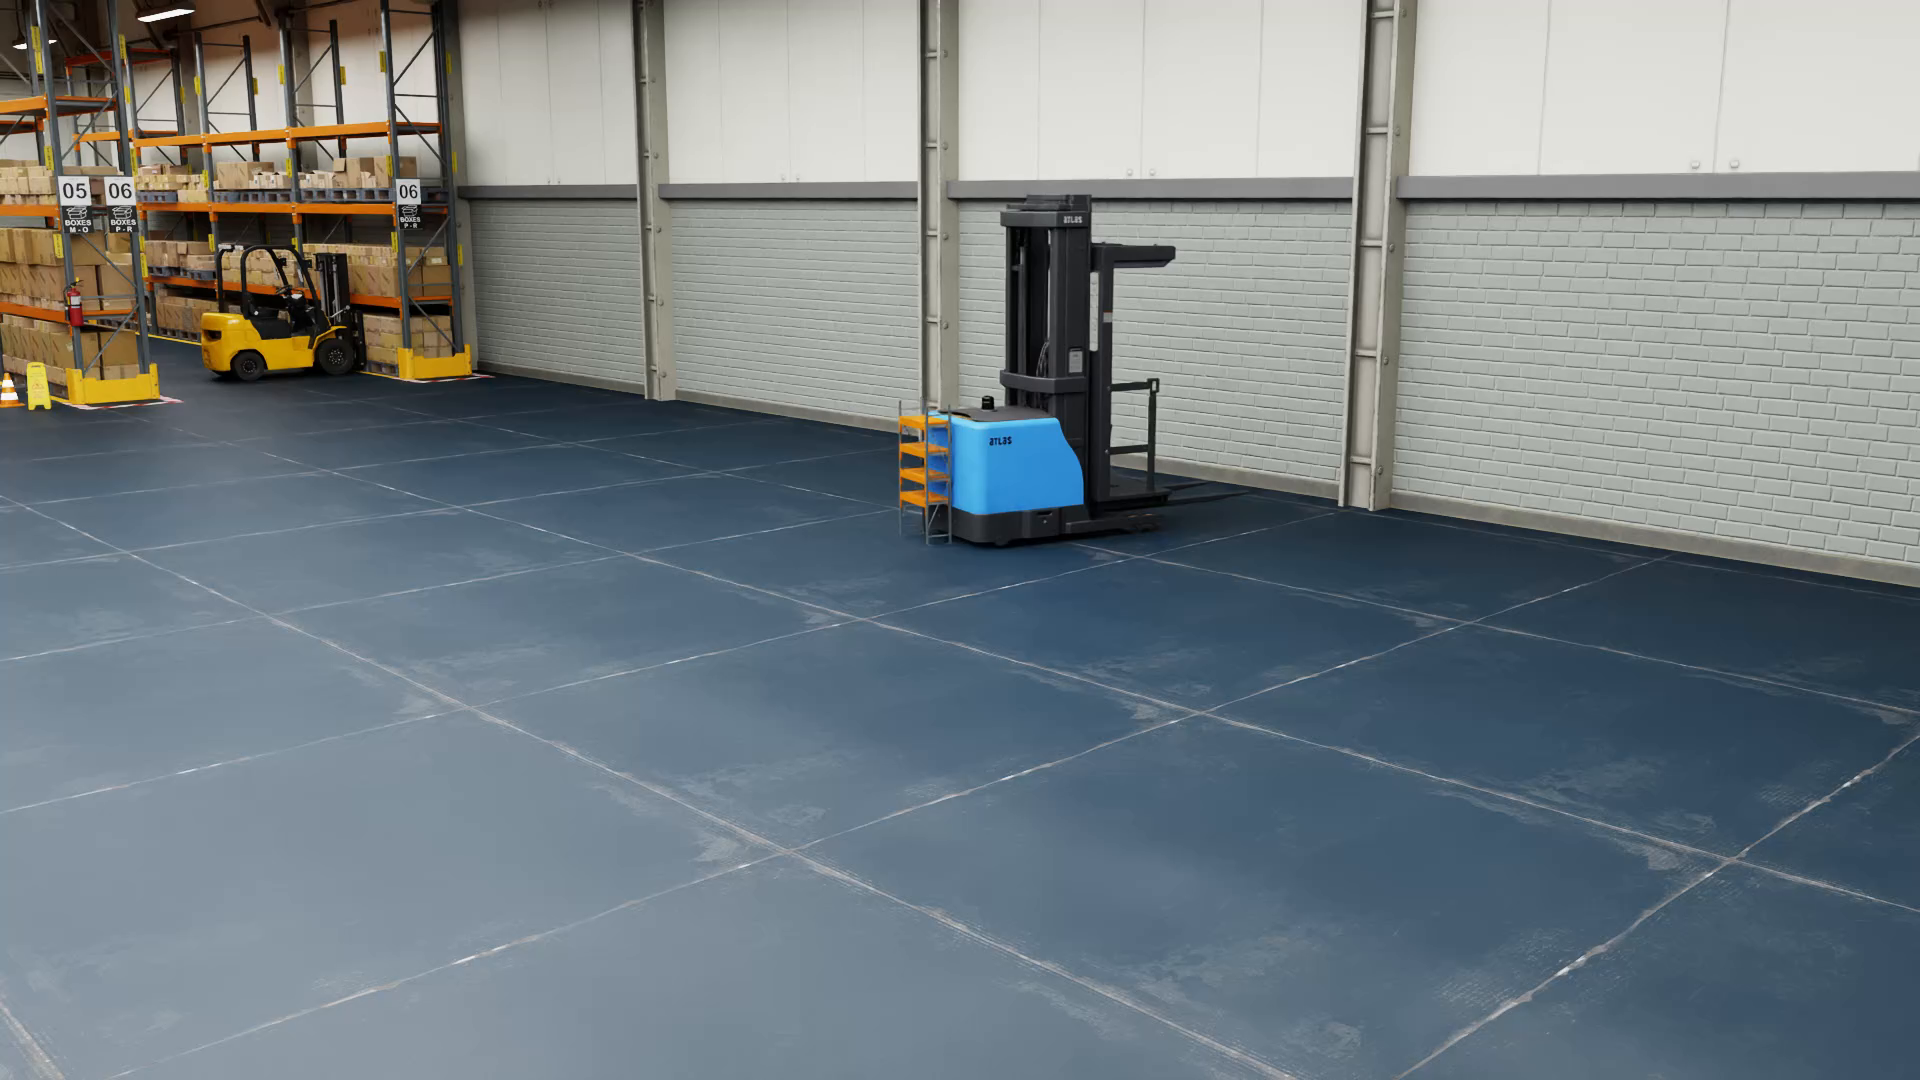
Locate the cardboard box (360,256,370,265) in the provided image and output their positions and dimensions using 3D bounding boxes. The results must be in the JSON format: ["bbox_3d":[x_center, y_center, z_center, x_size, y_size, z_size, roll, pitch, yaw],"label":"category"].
[{"bbox_3d":[-9.871,-4.720,28.032,0.250,0.149,0.380,11,16,43],"label":"cardboard box"}]

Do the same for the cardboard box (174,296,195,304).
[{"bbox_3d":[-16.314,-5.049,35.033,0.380,0.149,0.250,-11,16,-44],"label":"cardboard box"}]

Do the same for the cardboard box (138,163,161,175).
[{"bbox_3d":[-17.046,-7.800,34.974,0.396,0.266,0.258,-11,16,-43],"label":"cardboard box"}]

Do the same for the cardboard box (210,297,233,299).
[{"bbox_3d":[-15.461,-5.005,34.816,0.250,0.149,0.380,11,16,43],"label":"cardboard box"}]

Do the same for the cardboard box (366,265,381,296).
[{"bbox_3d":[-9.596,-4.353,27.859,0.500,0.500,0.500,-10,15,-41],"label":"cardboard box"}]

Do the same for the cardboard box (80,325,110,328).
[{"bbox_3d":[-13.381,-3.036,25.627,0.500,0.500,0.500,-10,16,-41],"label":"cardboard box"}]

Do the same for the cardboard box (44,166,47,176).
[{"bbox_3d":[-12.899,-5.288,23.855,0.380,0.149,0.250,-11,16,-42],"label":"cardboard box"}]

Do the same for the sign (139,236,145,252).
[{"bbox_3d":[-17.389,-6.291,35.365,0.100,0.325,0.005,-11,16,-43],"label":"sign"}]

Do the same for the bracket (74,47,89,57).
[{"bbox_3d":[-20.944,-11.637,39.676,0.235,0.232,0.430,-11,16,-43],"label":"bracket"}]

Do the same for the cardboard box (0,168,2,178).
[{"bbox_3d":[-14.544,-5.613,25.435,0.380,0.149,0.250,-11,16,-43],"label":"cardboard box"}]

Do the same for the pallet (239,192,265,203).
[{"bbox_3d":[-12.931,-6.487,31.498,1.003,0.211,1.213,-10,15,-40],"label":"pallet"}]

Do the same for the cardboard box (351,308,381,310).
[{"bbox_3d":[-10.636,-4.008,29.726,0.500,0.250,0.500,-11,16,-43],"label":"cardboard box"}]

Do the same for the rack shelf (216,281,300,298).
[{"bbox_3d":[-12.858,-4.715,31.647,1.077,0.370,4.000,-11,16,-43],"label":"rack shelf"}]

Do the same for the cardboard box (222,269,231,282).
[{"bbox_3d":[-14.110,-5.187,32.527,0.500,0.250,0.500,-11,16,-42],"label":"cardboard box"}]

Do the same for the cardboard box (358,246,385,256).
[{"bbox_3d":[-9.886,-4.863,27.987,0.380,0.149,0.250,-10,16,-41],"label":"cardboard box"}]

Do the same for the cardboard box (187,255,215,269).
[{"bbox_3d":[-15.202,-5.601,33.493,0.500,0.250,0.500,11,16,42],"label":"cardboard box"}]

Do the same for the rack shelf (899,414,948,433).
[{"bbox_3d":[-0.301,-0.971,14.201,0.258,0.148,0.480,-7,13,-28],"label":"rack shelf"}]

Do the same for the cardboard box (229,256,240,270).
[{"bbox_3d":[-13.765,-5.359,32.121,0.500,0.250,0.500,-10,15,-41],"label":"cardboard box"}]

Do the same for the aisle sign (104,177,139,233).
[{"bbox_3d":[-12.035,-4.807,23.868,0.394,0.787,0.004,-11,16,-43],"label":"aisle sign"}]

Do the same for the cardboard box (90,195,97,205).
[{"bbox_3d":[-12.542,-4.965,24.267,0.250,0.149,0.380,11,16,43],"label":"cardboard box"}]

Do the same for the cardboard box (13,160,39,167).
[{"bbox_3d":[-15.529,-6.142,27.449,0.500,0.250,0.500,-11,16,-44],"label":"cardboard box"}]

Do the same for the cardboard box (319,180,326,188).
[{"bbox_3d":[-10.856,-6.157,28.761,0.380,0.149,0.250,-10,15,-41],"label":"cardboard box"}]

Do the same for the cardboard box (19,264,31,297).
[{"bbox_3d":[-13.898,-3.959,25.209,0.500,0.500,0.500,-11,16,-42],"label":"cardboard box"}]

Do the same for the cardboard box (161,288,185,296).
[{"bbox_3d":[-16.732,-5.267,35.354,0.250,0.149,0.380,11,16,42],"label":"cardboard box"}]

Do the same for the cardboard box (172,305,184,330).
[{"bbox_3d":[-16.114,-4.673,34.813,0.500,0.500,0.500,11,16,43],"label":"cardboard box"}]

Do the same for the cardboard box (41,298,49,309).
[{"bbox_3d":[-13.331,-3.497,24.573,0.380,0.149,0.250,-11,16,-42],"label":"cardboard box"}]

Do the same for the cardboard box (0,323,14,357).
[{"bbox_3d":[-14.852,-3.186,26.357,0.500,0.500,0.500,-10,15,-40],"label":"cardboard box"}]

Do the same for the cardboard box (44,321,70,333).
[{"bbox_3d":[-13.346,-3.168,24.664,0.380,0.149,0.250,-10,15,-41],"label":"cardboard box"}]

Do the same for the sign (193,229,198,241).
[{"bbox_3d":[-16.603,-6.588,36.086,0.100,0.325,0.005,-11,16,-43],"label":"sign"}]

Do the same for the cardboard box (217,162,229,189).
[{"bbox_3d":[-13.915,-6.993,31.948,0.500,0.500,0.500,-11,16,-42],"label":"cardboard box"}]

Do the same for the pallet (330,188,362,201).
[{"bbox_3d":[-10.031,-5.903,28.414,1.003,0.211,1.213,-11,16,-43],"label":"pallet"}]

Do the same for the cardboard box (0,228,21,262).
[{"bbox_3d":[-14.253,-4.519,25.448,0.700,0.500,0.500,-11,16,-44],"label":"cardboard box"}]

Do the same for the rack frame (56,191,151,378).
[{"bbox_3d":[-12.302,-3.500,23.965,1.000,3.000,0.127,-11,16,-43],"label":"rack frame"}]

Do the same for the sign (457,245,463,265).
[{"bbox_3d":[-8.309,-4.731,27.600,0.100,0.325,0.005,-11,16,-43],"label":"sign"}]

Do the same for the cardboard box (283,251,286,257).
[{"bbox_3d":[-12.196,-5.239,30.554,0.380,0.149,0.250,-11,16,-43],"label":"cardboard box"}]

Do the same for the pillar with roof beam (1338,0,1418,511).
[{"bbox_3d":[0.773,-4.131,12.160,9.100,9.000,0.400,-11,16,-43],"label":"pillar with roof beam"}]

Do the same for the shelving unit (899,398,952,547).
[{"bbox_3d":[-0.300,-0.586,14.281,0.258,1.200,0.503,-7,13,-28],"label":"shelving unit"}]

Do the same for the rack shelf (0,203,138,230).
[{"bbox_3d":[-13.683,-4.908,25.151,1.077,0.370,4.000,-11,16,-43],"label":"rack shelf"}]

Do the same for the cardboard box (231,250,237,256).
[{"bbox_3d":[-13.851,-5.566,32.138,0.380,0.149,0.250,-10,16,-41],"label":"cardboard box"}]

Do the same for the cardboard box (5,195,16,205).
[{"bbox_3d":[-14.200,-5.150,25.162,0.380,0.149,0.250,-11,16,-44],"label":"cardboard box"}]

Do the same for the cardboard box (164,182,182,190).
[{"bbox_3d":[-16.003,-7.224,33.943,0.380,0.149,0.250,-10,16,-41],"label":"cardboard box"}]

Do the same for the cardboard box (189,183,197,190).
[{"bbox_3d":[-15.189,-7.081,33.299,0.380,0.149,0.250,-11,16,-43],"label":"cardboard box"}]

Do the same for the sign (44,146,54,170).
[{"bbox_3d":[-12.717,-5.328,23.211,0.100,0.325,0.005,-11,16,-43],"label":"sign"}]

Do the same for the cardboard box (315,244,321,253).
[{"bbox_3d":[-11.213,-5.177,29.514,0.380,0.149,0.250,-11,16,-42],"label":"cardboard box"}]

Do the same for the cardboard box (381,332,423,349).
[{"bbox_3d":[-9.277,-3.323,27.643,0.500,0.250,0.500,-11,16,-43],"label":"cardboard box"}]

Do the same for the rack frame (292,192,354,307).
[{"bbox_3d":[-11.477,-4.776,30.158,1.000,3.000,0.127,-11,16,-43],"label":"rack frame"}]

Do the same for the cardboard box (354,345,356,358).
[{"bbox_3d":[-10.318,-3.296,28.751,0.500,0.250,0.500,-10,15,-41],"label":"cardboard box"}]

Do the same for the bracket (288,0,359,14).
[{"bbox_3d":[-10.866,-9.508,29.338,0.076,0.066,4.783,-11,16,-43],"label":"bracket"}]

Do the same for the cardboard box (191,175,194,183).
[{"bbox_3d":[-15.161,-7.233,33.298,0.380,0.149,0.250,-11,16,-43],"label":"cardboard box"}]

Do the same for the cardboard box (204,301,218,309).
[{"bbox_3d":[-14.974,-4.731,33.487,0.250,0.149,0.380,11,16,42],"label":"cardboard box"}]

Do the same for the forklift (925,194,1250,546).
[{"bbox_3d":[1.216,-1.574,14.789,3.031,2.935,1.130,-6,13,-28],"label":"forklift"}]

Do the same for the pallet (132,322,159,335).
[{"bbox_3d":[-17.475,-4.678,36.594,1.003,0.211,1.213,-11,16,-43],"label":"pallet"}]
